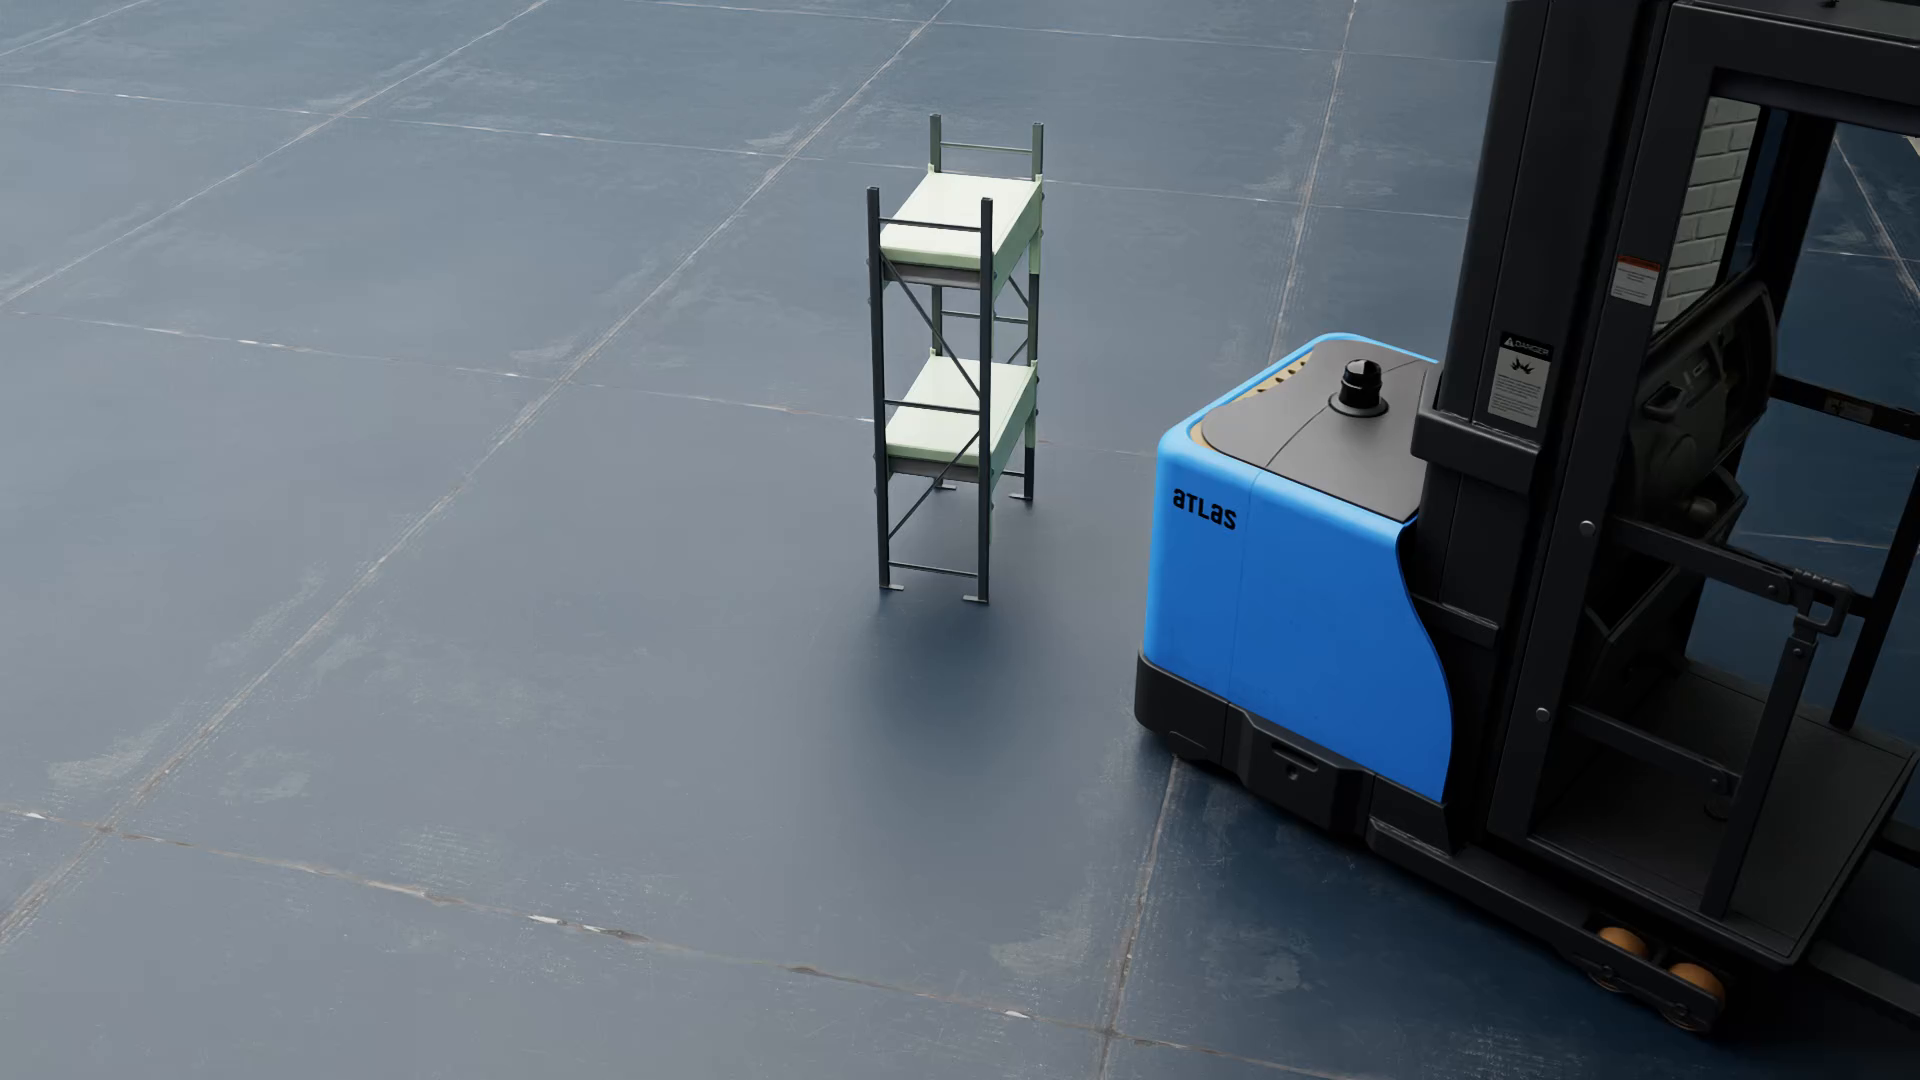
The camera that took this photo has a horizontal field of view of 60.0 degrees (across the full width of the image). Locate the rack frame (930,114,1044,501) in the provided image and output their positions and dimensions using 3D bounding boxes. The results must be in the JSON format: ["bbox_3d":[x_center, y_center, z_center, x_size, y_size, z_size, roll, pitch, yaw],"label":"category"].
[{"bbox_3d":[0.091,-0.819,6.141,0.400,1.500,0.023,8,33,12],"label":"rack frame"}]

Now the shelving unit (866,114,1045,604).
[{"bbox_3d":[-0.002,-0.629,5.842,0.431,1.500,0.755,8,33,12],"label":"shelving unit"}]

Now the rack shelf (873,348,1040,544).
[{"bbox_3d":[-0.002,-0.354,6.017,0.431,0.370,0.720,8,33,12],"label":"rack shelf"}]

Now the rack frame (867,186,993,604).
[{"bbox_3d":[-0.095,-0.440,5.543,0.400,1.500,0.023,8,33,12],"label":"rack frame"}]

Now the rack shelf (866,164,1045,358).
[{"bbox_3d":[-0.002,-0.959,5.633,0.431,0.370,0.720,8,33,12],"label":"rack shelf"}]

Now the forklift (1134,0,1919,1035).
[{"bbox_3d":[1.990,-0.300,3.991,3.031,2.935,1.130,25,40,34],"label":"forklift"}]
